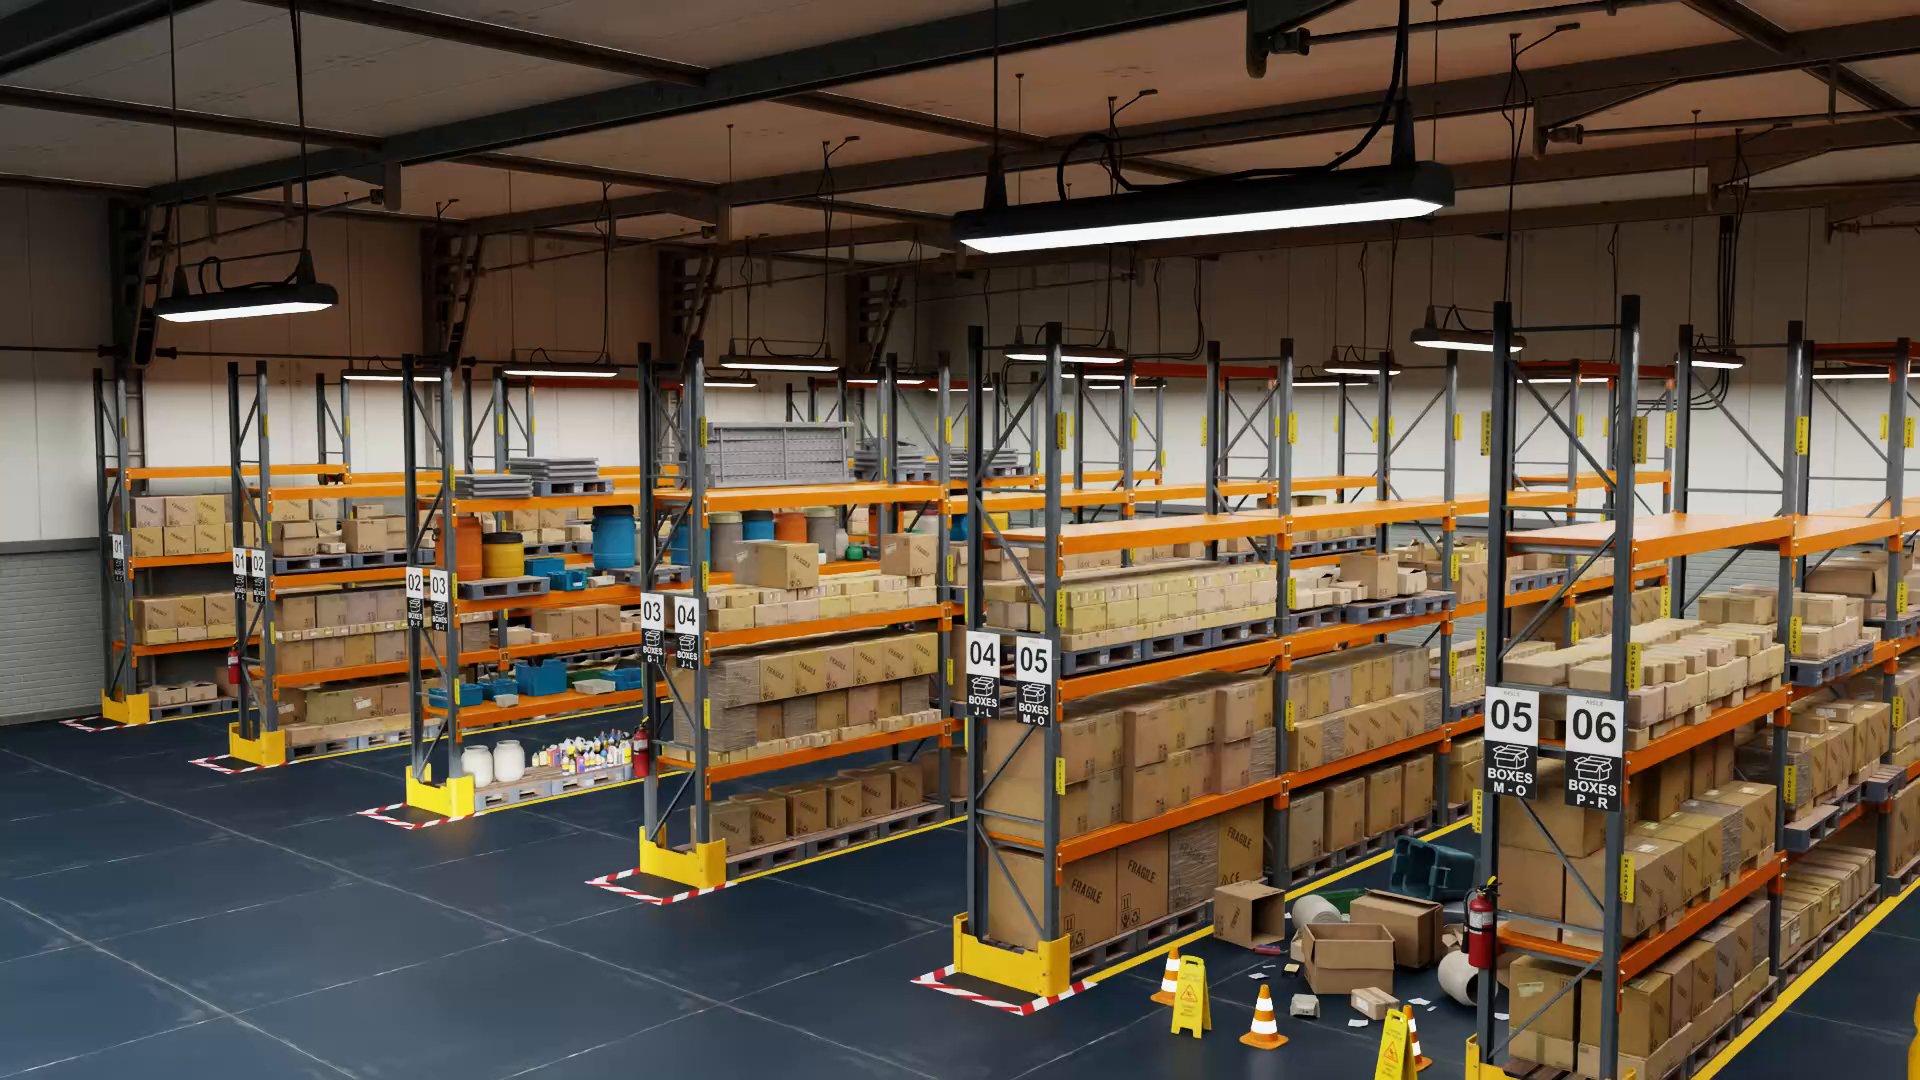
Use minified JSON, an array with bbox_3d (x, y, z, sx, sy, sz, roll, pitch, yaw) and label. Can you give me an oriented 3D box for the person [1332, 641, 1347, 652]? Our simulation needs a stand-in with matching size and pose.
[{"bbox_3d":[6.110,2.352,26.837,0.608,1.558,0.882,4,6,41],"label":"person"}]
